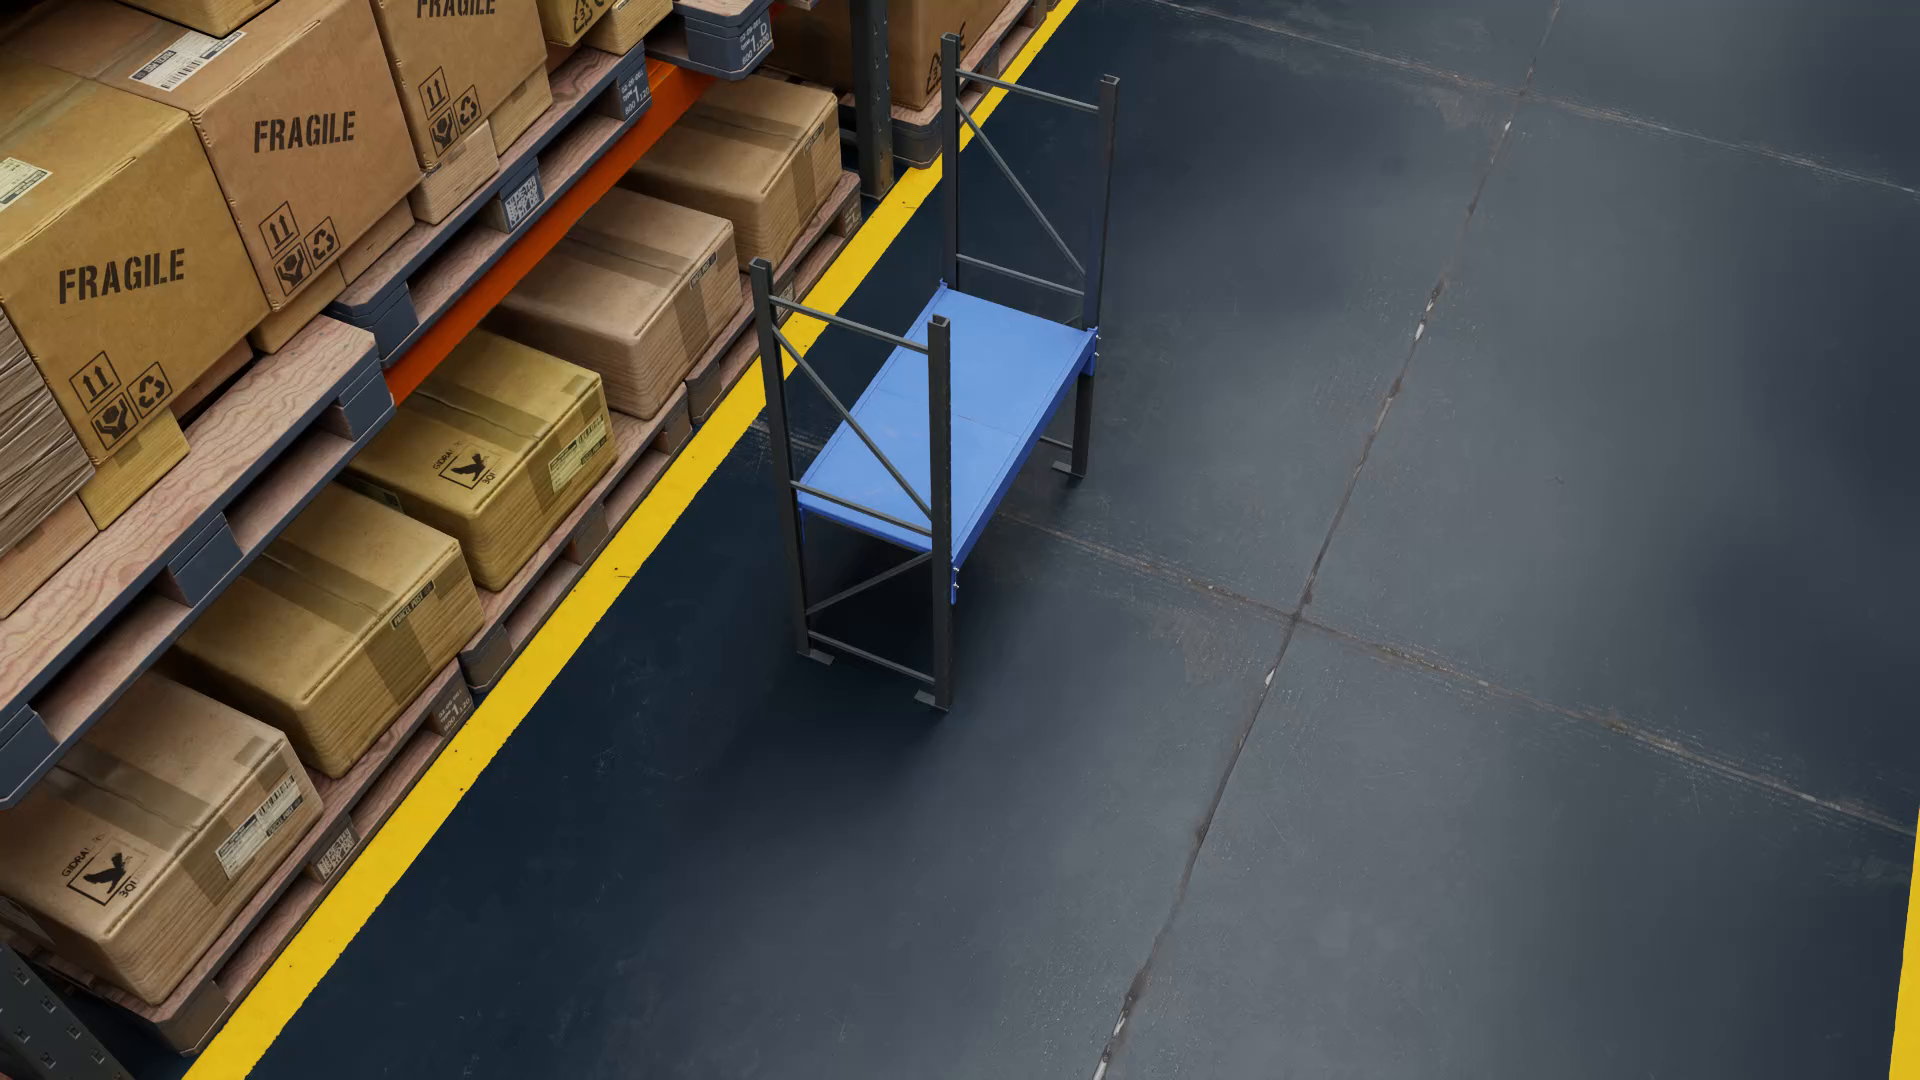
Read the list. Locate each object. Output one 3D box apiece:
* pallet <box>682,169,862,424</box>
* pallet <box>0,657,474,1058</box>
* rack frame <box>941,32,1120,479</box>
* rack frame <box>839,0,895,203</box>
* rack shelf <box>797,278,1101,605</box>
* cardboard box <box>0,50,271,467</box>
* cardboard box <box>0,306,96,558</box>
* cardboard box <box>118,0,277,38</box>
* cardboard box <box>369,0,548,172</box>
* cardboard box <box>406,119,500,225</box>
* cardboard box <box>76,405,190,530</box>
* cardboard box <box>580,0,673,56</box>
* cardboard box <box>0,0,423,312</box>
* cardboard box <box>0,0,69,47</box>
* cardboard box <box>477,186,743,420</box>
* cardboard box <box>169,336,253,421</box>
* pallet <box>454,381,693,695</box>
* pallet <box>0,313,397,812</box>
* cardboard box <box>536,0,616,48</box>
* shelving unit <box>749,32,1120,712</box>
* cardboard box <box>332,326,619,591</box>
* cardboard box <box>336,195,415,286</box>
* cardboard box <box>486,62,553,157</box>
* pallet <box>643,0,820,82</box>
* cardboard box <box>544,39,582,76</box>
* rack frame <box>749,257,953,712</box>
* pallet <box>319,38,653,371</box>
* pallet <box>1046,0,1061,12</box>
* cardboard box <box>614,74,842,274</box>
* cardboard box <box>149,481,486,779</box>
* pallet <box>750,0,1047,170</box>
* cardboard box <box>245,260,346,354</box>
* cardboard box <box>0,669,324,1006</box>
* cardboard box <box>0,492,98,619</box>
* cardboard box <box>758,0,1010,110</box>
[{"bbox_3d":[-1.066,-1.022,5.981,1.003,0.211,1.213,20,52,16],"label":"pallet"},{"bbox_3d":[-2.108,0.658,4.552,1.003,0.211,1.213,20,52,16],"label":"pallet"},{"bbox_3d":[0.181,-0.777,4.927,0.500,1.500,0.032,20,52,16],"label":"rack frame"},{"bbox_3d":[-0.730,-2.463,5.377,1.000,3.000,0.127,20,52,16],"label":"rack frame"},{"bbox_3d":[-0.036,-0.311,4.766,0.538,0.185,1.000,20,52,16],"label":"rack shelf"},{"bbox_3d":[-1.766,-0.549,3.211,0.500,0.500,0.500,20,52,16],"label":"cardboard box"},{"bbox_3d":[-1.980,-0.203,2.917,0.500,0.500,0.500,21,53,17],"label":"cardboard box"},{"bbox_3d":[-1.548,-1.175,3.317,0.380,0.149,0.250,23,53,18],"label":"cardboard box"},{"bbox_3d":[-1.333,-1.242,3.800,0.500,0.500,0.500,18,52,15],"label":"cardboard box"},{"bbox_3d":[-1.336,-0.930,3.961,0.380,0.149,0.250,22,53,17],"label":"cardboard box"},{"bbox_3d":[-1.803,-0.211,3.349,0.380,0.149,0.250,21,53,17],"label":"cardboard box"},{"bbox_3d":[-0.994,-1.455,4.408,0.380,0.149,0.250,21,53,17],"label":"cardboard box"},{"bbox_3d":[-1.543,-0.885,3.496,0.500,0.500,0.500,20,52,16],"label":"cardboard box"},{"bbox_3d":[-2.013,-1.062,3.647,0.500,0.500,0.500,21,53,17],"label":"cardboard box"},{"bbox_3d":[-1.289,-0.851,5.455,0.950,0.372,0.625,19,52,15],"label":"cardboard box"},{"bbox_3d":[-1.751,-0.431,3.536,0.380,0.149,0.250,23,53,18],"label":"cardboard box"},{"bbox_3d":[-1.588,-0.185,5.269,1.003,0.211,1.213,20,52,16],"label":"pallet"},{"bbox_3d":[-1.981,-0.126,3.514,1.003,0.211,1.213,20,52,16],"label":"pallet"},{"bbox_3d":[-1.099,-1.617,4.120,0.500,0.500,0.500,17,52,14],"label":"cardboard box"},{"bbox_3d":[-0.036,-0.427,4.629,0.538,1.500,1.048,20,52,16],"label":"shelving unit"},{"bbox_3d":[-1.618,-0.331,5.012,0.950,0.372,0.625,21,53,17],"label":"cardboard box"},{"bbox_3d":[-1.496,-0.764,3.820,0.380,0.149,0.250,20,53,16],"label":"cardboard box"},{"bbox_3d":[-1.248,-1.123,4.125,0.380,0.149,0.250,18,52,15],"label":"cardboard box"},{"bbox_3d":[-0.939,-1.876,5.003,1.213,0.211,1.003,20,52,16],"label":"pallet"},{"bbox_3d":[-1.215,-1.323,4.295,0.380,0.149,0.250,20,53,16],"label":"cardboard box"},{"bbox_3d":[-0.254,-0.077,4.331,0.500,1.500,0.032,20,52,16],"label":"rack frame"},{"bbox_3d":[-1.539,-1.025,4.278,1.003,0.211,1.213,20,52,16],"label":"pallet"},{"bbox_3d":[0.197,-2.915,7.592,1.003,0.211,1.213,20,52,16],"label":"pallet"},{"bbox_3d":[-0.981,-1.362,5.889,0.950,0.372,0.625,17,52,14],"label":"cardboard box"},{"bbox_3d":[-1.913,0.148,4.604,0.950,0.372,0.625,23,53,18],"label":"cardboard box"},{"bbox_3d":[-0.326,-2.078,6.880,1.003,0.211,1.213,20,52,16],"label":"pallet"},{"bbox_3d":[-1.603,-0.594,3.675,0.380,0.149,0.250,21,53,17],"label":"cardboard box"},{"bbox_3d":[-2.218,0.644,4.182,0.950,0.372,0.625,20,53,17],"label":"cardboard box"},{"bbox_3d":[-1.918,-0.042,3.205,0.380,0.149,0.250,21,53,17],"label":"cardboard box"},{"bbox_3d":[-0.360,-2.360,6.408,0.875,0.875,0.875,19,52,16],"label":"cardboard box"}]
